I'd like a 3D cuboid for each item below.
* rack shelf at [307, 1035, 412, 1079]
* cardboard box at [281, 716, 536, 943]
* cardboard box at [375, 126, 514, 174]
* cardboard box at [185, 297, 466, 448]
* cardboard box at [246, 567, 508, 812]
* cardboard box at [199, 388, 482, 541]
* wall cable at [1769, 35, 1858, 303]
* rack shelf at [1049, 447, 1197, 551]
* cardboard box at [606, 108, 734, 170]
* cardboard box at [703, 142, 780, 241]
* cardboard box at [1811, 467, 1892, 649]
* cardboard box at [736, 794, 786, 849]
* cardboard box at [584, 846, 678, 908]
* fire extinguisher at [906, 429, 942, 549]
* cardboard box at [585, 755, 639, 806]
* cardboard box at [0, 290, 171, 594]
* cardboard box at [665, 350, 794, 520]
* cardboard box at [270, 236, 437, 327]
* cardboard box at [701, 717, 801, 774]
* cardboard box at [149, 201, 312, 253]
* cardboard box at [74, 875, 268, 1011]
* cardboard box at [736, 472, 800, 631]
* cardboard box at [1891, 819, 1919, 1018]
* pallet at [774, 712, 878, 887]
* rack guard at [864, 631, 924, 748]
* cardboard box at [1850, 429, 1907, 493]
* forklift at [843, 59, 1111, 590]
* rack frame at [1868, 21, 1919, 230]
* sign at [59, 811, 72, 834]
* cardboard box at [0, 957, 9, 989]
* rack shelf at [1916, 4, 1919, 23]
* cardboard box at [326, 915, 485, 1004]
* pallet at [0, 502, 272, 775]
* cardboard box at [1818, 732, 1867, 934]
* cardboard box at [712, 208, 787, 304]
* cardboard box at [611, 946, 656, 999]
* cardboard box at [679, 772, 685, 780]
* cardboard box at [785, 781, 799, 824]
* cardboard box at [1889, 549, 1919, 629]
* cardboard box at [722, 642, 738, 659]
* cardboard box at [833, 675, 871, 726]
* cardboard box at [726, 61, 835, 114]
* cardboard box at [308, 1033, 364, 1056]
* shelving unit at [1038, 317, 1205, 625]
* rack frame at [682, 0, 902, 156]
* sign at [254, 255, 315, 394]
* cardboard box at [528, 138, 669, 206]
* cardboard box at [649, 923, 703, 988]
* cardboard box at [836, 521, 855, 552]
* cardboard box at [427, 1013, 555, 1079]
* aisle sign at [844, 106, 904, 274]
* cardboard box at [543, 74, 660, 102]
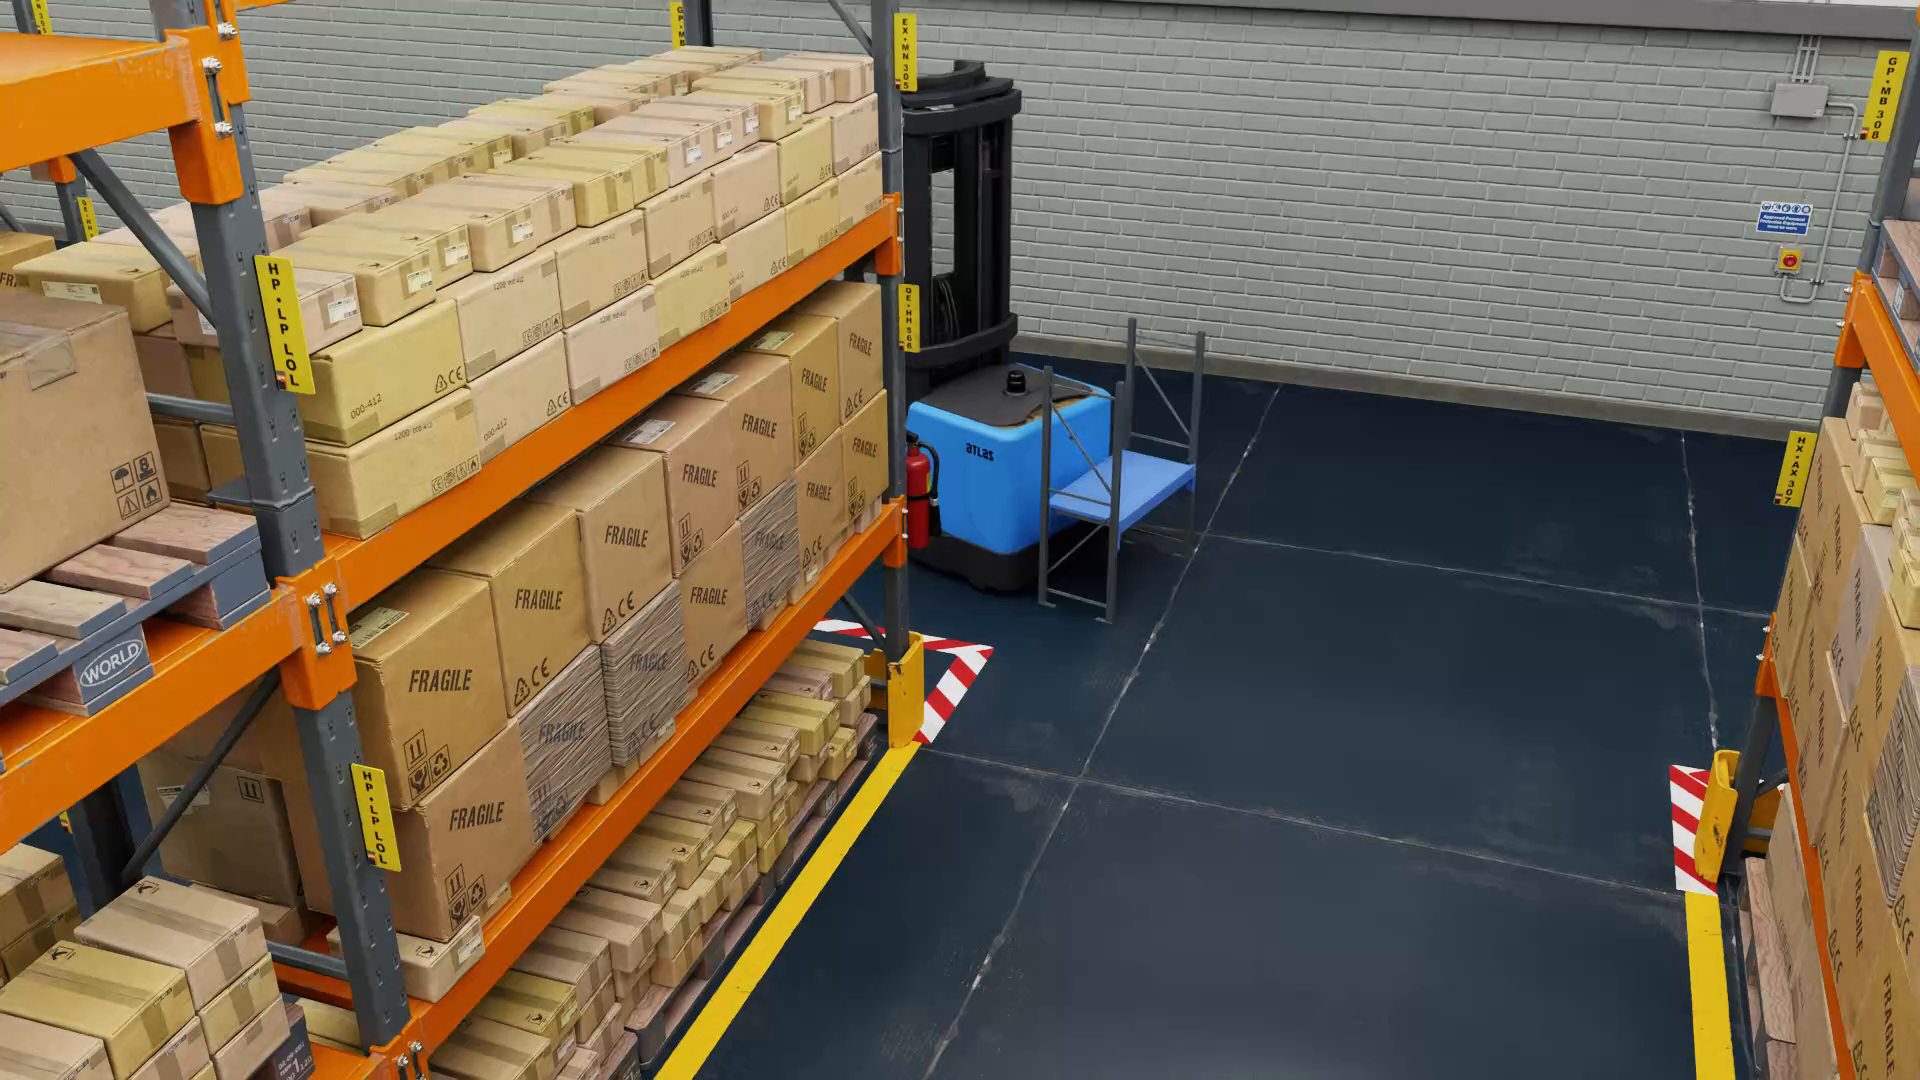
[{"bbox_3d":[-2.750,2.332,3.318,1.077,0.370,4.000,9,27,17],"label":"rack shelf"},{"bbox_3d":[-1.682,0.840,5.117,0.500,0.500,0.500,8,27,16],"label":"cardboard box"},{"bbox_3d":[-1.767,-1.312,5.716,0.380,0.149,0.250,8,27,17],"label":"cardboard box"},{"bbox_3d":[-1.698,-0.485,4.465,0.500,0.250,0.500,10,27,19],"label":"cardboard box"},{"bbox_3d":[-1.704,0.407,4.864,0.500,0.500,0.500,9,27,19],"label":"cardboard box"},{"bbox_3d":[-1.681,-0.249,4.551,0.500,0.250,0.500,10,28,20],"label":"cardboard box"},{"bbox_3d":[5.803,-2.574,11.421,0.585,1.953,0.123,9,27,17],"label":"wall cable"},{"bbox_3d":[0.962,-0.265,9.989,0.538,0.185,1.000,16,30,29],"label":"rack shelf"},{"bbox_3d":[-1.043,-1.444,5.989,0.380,0.149,0.250,9,27,19],"label":"cardboard box"},{"bbox_3d":[-1.009,-1.319,6.188,0.500,0.250,0.500,9,27,18],"label":"cardboard box"},{"bbox_3d":[3.355,0.093,5.854,0.500,0.500,0.500,8,27,16],"label":"cardboard box"},{"bbox_3d":[-0.991,1.189,7.300,0.380,0.149,0.250,9,27,18],"label":"cardboard box"},{"bbox_3d":[-1.349,1.358,6.610,0.380,0.149,0.250,8,27,15],"label":"cardboard box"},{"bbox_3d":[-0.234,-0.292,8.427,0.296,0.674,0.183,9,27,17],"label":"fire extinguisher"},{"bbox_3d":[-1.385,0.791,5.963,0.380,0.149,0.250,9,27,18],"label":"cardboard box"},{"bbox_3d":[-2.314,-0.258,3.803,0.700,0.500,0.500,9,27,18],"label":"cardboard box"},{"bbox_3d":[-1.004,-0.439,6.612,0.500,0.500,0.500,10,28,20],"label":"cardboard box"},{"bbox_3d":[-1.637,-0.693,4.437,0.380,0.149,0.250,8,27,15],"label":"cardboard box"},{"bbox_3d":[-0.941,0.940,7.474,0.380,0.149,0.250,8,27,15],"label":"cardboard box"},{"bbox_3d":[-2.118,-0.886,4.837,0.380,0.149,0.250,9,27,17],"label":"cardboard box"},{"bbox_3d":[-2.034,1.035,4.293,0.380,0.149,0.250,10,28,20],"label":"cardboard box"},{"bbox_3d":[-0.996,0.006,6.840,0.500,0.500,0.500,9,27,18],"label":"cardboard box"},{"bbox_3d":[2.690,0.926,4.134,0.500,0.500,0.500,8,27,17],"label":"cardboard box"},{"bbox_3d":[-1.082,1.157,8.118,1.003,0.211,1.213,9,27,17],"label":"pallet"},{"bbox_3d":[-0.779,0.698,8.734,1.175,0.500,0.348,9,27,17],"label":"rack guard"},{"bbox_3d":[3.354,-0.255,5.827,0.380,0.149,0.250,10,27,19],"label":"cardboard box"},{"bbox_3d":[-0.481,-1.548,10.584,3.031,2.935,1.130,22,33,38],"label":"forklift"},{"bbox_3d":[3.948,-2.482,5.549,1.000,3.000,0.127,9,27,17],"label":"rack frame"},{"bbox_3d":[-2.599,0.721,4.826,0.100,0.325,0.005,9,27,17],"label":"sign"},{"bbox_3d":[-2.733,1.178,4.340,0.380,0.149,0.250,8,27,16],"label":"cardboard box"},{"bbox_3d":[3.283,-1.156,4.096,1.077,0.370,4.000,9,27,17],"label":"rack shelf"},{"bbox_3d":[-1.681,1.230,5.056,0.380,0.149,0.250,10,28,19],"label":"cardboard box"},{"bbox_3d":[-2.390,0.159,3.754,1.213,0.211,1.003,9,27,17],"label":"pallet"},{"bbox_3d":[3.039,0.956,5.219,0.500,0.500,0.500,10,27,19],"label":"cardboard box"},{"bbox_3d":[-0.996,-1.103,6.315,0.500,0.250,0.500,10,28,20],"label":"cardboard box"},{"bbox_3d":[-1.409,1.601,6.449,0.380,0.149,0.250,10,28,20],"label":"cardboard box"},{"bbox_3d":[-1.504,1.117,7.791,0.380,0.149,0.250,9,27,18],"label":"cardboard box"},{"bbox_3d":[-0.961,1.203,7.614,0.380,0.149,0.250,9,27,18],"label":"cardboard box"},{"bbox_3d":[3.013,0.168,4.954,0.380,0.149,0.250,8,27,16],"label":"cardboard box"},{"bbox_3d":[-1.107,0.347,6.880,0.380,0.149,0.250,8,27,15],"label":"cardboard box"},{"bbox_3d":[-0.660,0.761,8.185,0.380,0.149,0.250,8,27,16],"label":"cardboard box"},{"bbox_3d":[-0.741,-1.875,6.880,0.380,0.149,0.250,9,27,18],"label":"cardboard box"},{"bbox_3d":[-2.211,1.828,5.639,0.380,0.149,0.250,10,27,19],"label":"cardboard box"},{"bbox_3d":[0.962,-0.427,9.911,0.538,1.500,1.048,16,30,29],"label":"shelving unit"},{"bbox_3d":[-0.753,-3.158,6.946,1.000,3.000,0.127,9,27,17],"label":"rack frame"},{"bbox_3d":[-1.560,-0.495,3.843,0.100,0.325,0.005,9,27,17],"label":"sign"},{"bbox_3d":[-1.202,-1.228,5.543,0.380,0.149,0.250,8,27,16],"label":"cardboard box"},{"bbox_3d":[-1.267,1.638,6.715,0.380,0.149,0.250,8,27,16],"label":"cardboard box"},{"bbox_3d":[-0.713,-0.073,7.747,0.380,0.149,0.250,9,27,17],"label":"cardboard box"},{"bbox_3d":[-1.627,1.796,5.705,0.380,0.149,0.250,10,28,20],"label":"cardboard box"},{"bbox_3d":[-0.446,-1.614,7.659,0.394,0.787,0.004,9,27,17],"label":"aisle sign"},{"bbox_3d":[-1.418,-1.742,6.605,0.380,0.149,0.250,9,27,18],"label":"cardboard box"}]
